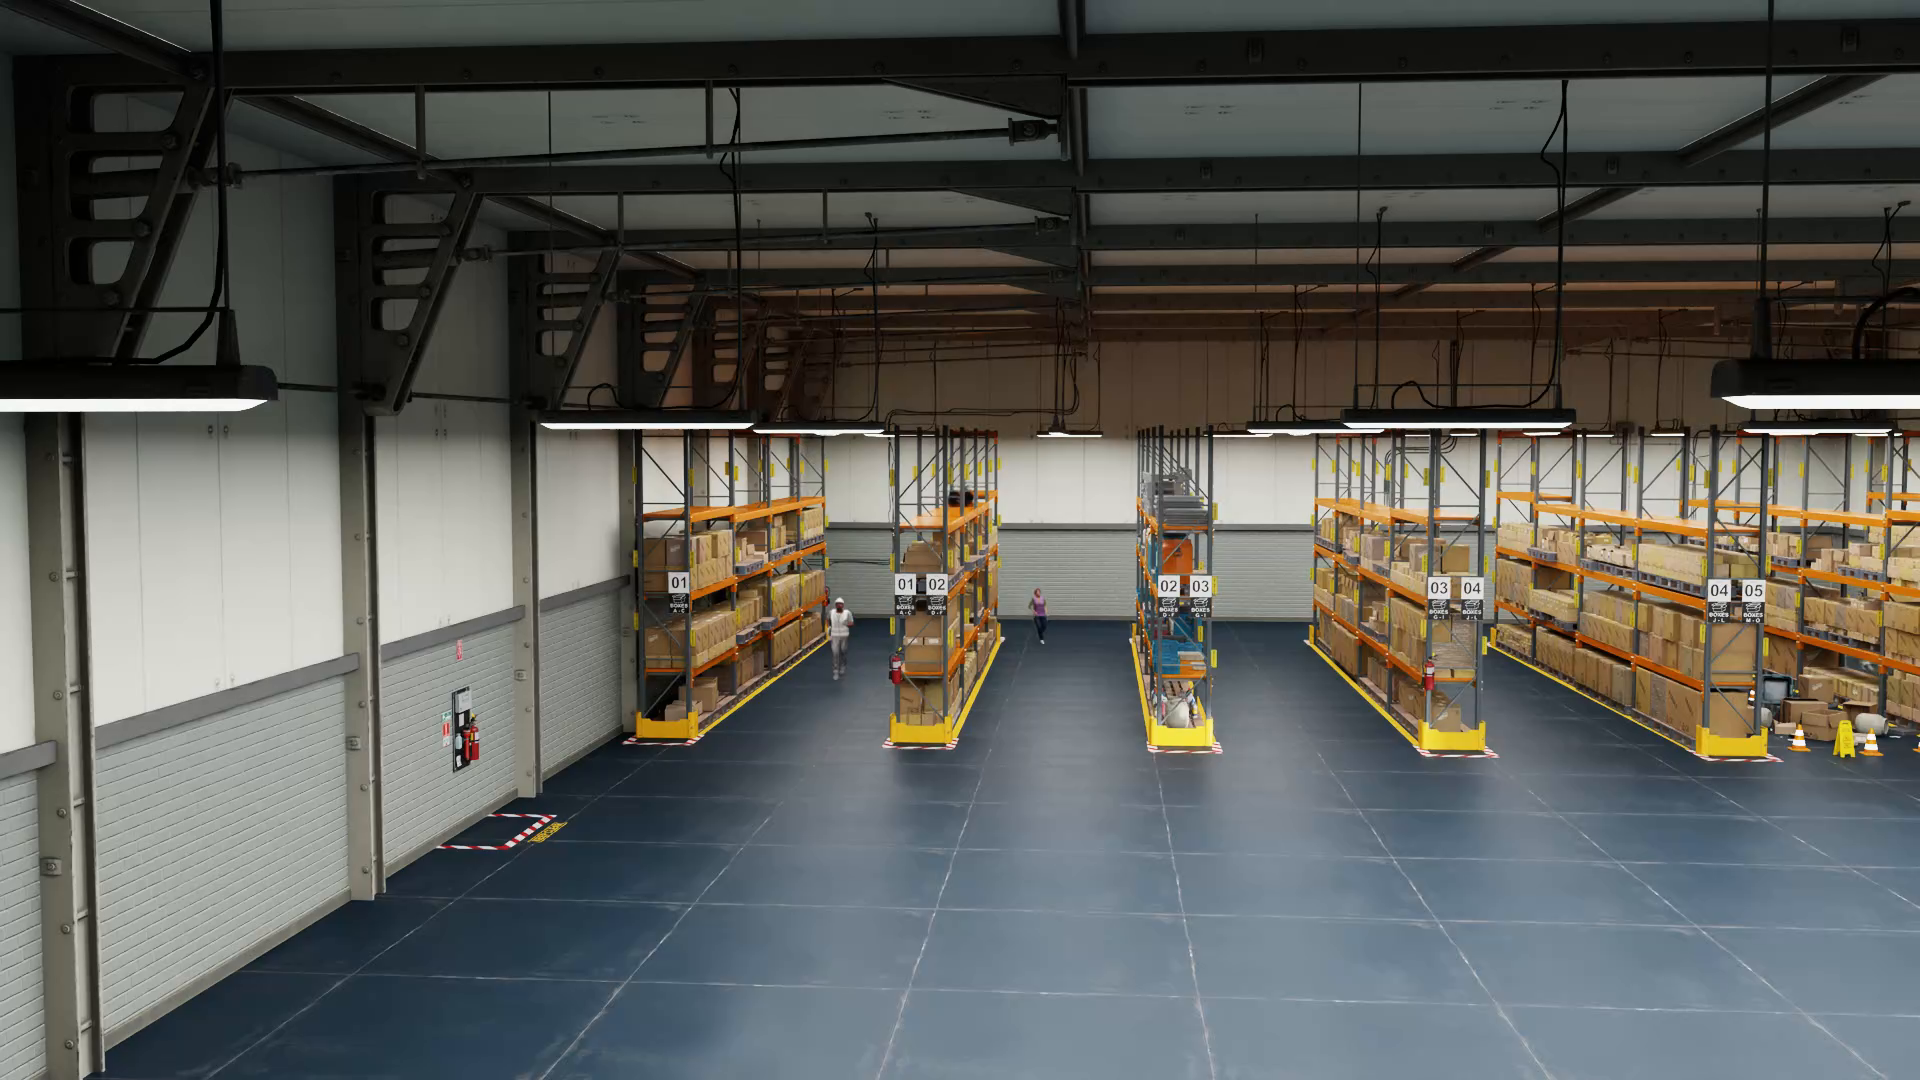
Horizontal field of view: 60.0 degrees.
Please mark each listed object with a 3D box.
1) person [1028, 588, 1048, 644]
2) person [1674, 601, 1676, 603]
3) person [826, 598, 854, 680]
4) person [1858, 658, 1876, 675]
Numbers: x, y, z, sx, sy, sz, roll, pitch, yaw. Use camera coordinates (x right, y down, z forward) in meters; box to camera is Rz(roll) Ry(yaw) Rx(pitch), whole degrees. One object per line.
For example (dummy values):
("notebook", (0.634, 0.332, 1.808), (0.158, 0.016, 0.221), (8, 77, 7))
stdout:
("person", (2.201, 2.138, 46.923), (0.562, 1.558, 0.543), (-1, 3, -11))
("person", (20.437, 2.050, 47.227), (0.822, 1.714, 0.702), (3, 4, 37))
("person", (-2.784, 2.273, 38.478), (0.661, 1.867, 0.737), (0, 3, -2))
("person", (21.458, 2.486, 39.246), (0.668, 1.760, 0.862), (0, 3, 2))
